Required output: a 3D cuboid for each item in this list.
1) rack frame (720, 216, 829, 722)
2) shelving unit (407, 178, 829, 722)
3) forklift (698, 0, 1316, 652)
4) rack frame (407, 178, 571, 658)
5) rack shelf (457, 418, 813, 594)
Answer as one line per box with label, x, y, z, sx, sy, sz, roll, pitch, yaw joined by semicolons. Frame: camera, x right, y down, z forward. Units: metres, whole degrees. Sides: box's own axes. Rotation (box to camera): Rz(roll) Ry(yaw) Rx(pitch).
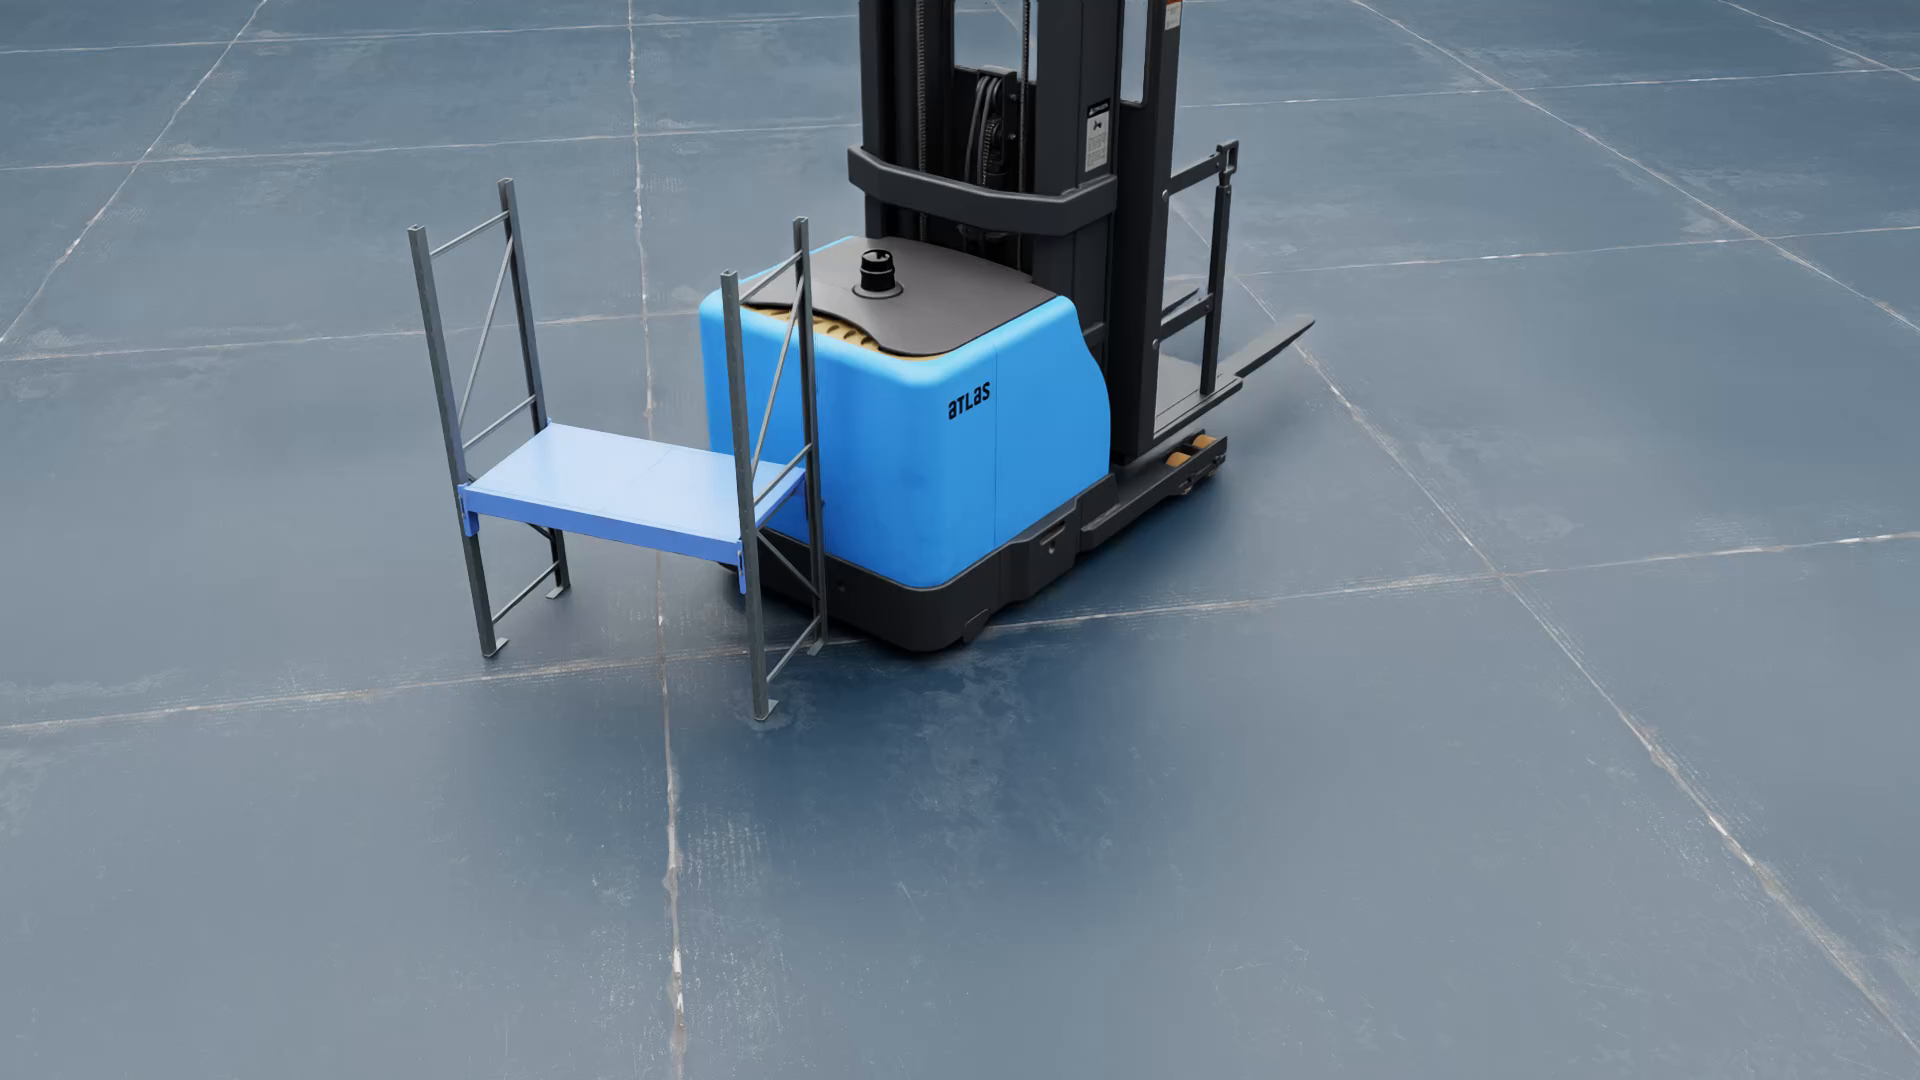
rack frame;-0.550;-0.190;5.094;0.032;1.500;0.500;11;32;18
shelving unit;-1.026;-0.281;5.248;1.048;1.500;0.538;11;32;18
forklift;0.417;-1.578;6.043;1.130;2.935;3.031;22;37;32
rack frame;-1.502;-0.371;5.401;0.032;1.500;0.500;11;32;18
rack shelf;-1.026;-0.126;5.339;1.000;0.185;0.538;11;32;18
